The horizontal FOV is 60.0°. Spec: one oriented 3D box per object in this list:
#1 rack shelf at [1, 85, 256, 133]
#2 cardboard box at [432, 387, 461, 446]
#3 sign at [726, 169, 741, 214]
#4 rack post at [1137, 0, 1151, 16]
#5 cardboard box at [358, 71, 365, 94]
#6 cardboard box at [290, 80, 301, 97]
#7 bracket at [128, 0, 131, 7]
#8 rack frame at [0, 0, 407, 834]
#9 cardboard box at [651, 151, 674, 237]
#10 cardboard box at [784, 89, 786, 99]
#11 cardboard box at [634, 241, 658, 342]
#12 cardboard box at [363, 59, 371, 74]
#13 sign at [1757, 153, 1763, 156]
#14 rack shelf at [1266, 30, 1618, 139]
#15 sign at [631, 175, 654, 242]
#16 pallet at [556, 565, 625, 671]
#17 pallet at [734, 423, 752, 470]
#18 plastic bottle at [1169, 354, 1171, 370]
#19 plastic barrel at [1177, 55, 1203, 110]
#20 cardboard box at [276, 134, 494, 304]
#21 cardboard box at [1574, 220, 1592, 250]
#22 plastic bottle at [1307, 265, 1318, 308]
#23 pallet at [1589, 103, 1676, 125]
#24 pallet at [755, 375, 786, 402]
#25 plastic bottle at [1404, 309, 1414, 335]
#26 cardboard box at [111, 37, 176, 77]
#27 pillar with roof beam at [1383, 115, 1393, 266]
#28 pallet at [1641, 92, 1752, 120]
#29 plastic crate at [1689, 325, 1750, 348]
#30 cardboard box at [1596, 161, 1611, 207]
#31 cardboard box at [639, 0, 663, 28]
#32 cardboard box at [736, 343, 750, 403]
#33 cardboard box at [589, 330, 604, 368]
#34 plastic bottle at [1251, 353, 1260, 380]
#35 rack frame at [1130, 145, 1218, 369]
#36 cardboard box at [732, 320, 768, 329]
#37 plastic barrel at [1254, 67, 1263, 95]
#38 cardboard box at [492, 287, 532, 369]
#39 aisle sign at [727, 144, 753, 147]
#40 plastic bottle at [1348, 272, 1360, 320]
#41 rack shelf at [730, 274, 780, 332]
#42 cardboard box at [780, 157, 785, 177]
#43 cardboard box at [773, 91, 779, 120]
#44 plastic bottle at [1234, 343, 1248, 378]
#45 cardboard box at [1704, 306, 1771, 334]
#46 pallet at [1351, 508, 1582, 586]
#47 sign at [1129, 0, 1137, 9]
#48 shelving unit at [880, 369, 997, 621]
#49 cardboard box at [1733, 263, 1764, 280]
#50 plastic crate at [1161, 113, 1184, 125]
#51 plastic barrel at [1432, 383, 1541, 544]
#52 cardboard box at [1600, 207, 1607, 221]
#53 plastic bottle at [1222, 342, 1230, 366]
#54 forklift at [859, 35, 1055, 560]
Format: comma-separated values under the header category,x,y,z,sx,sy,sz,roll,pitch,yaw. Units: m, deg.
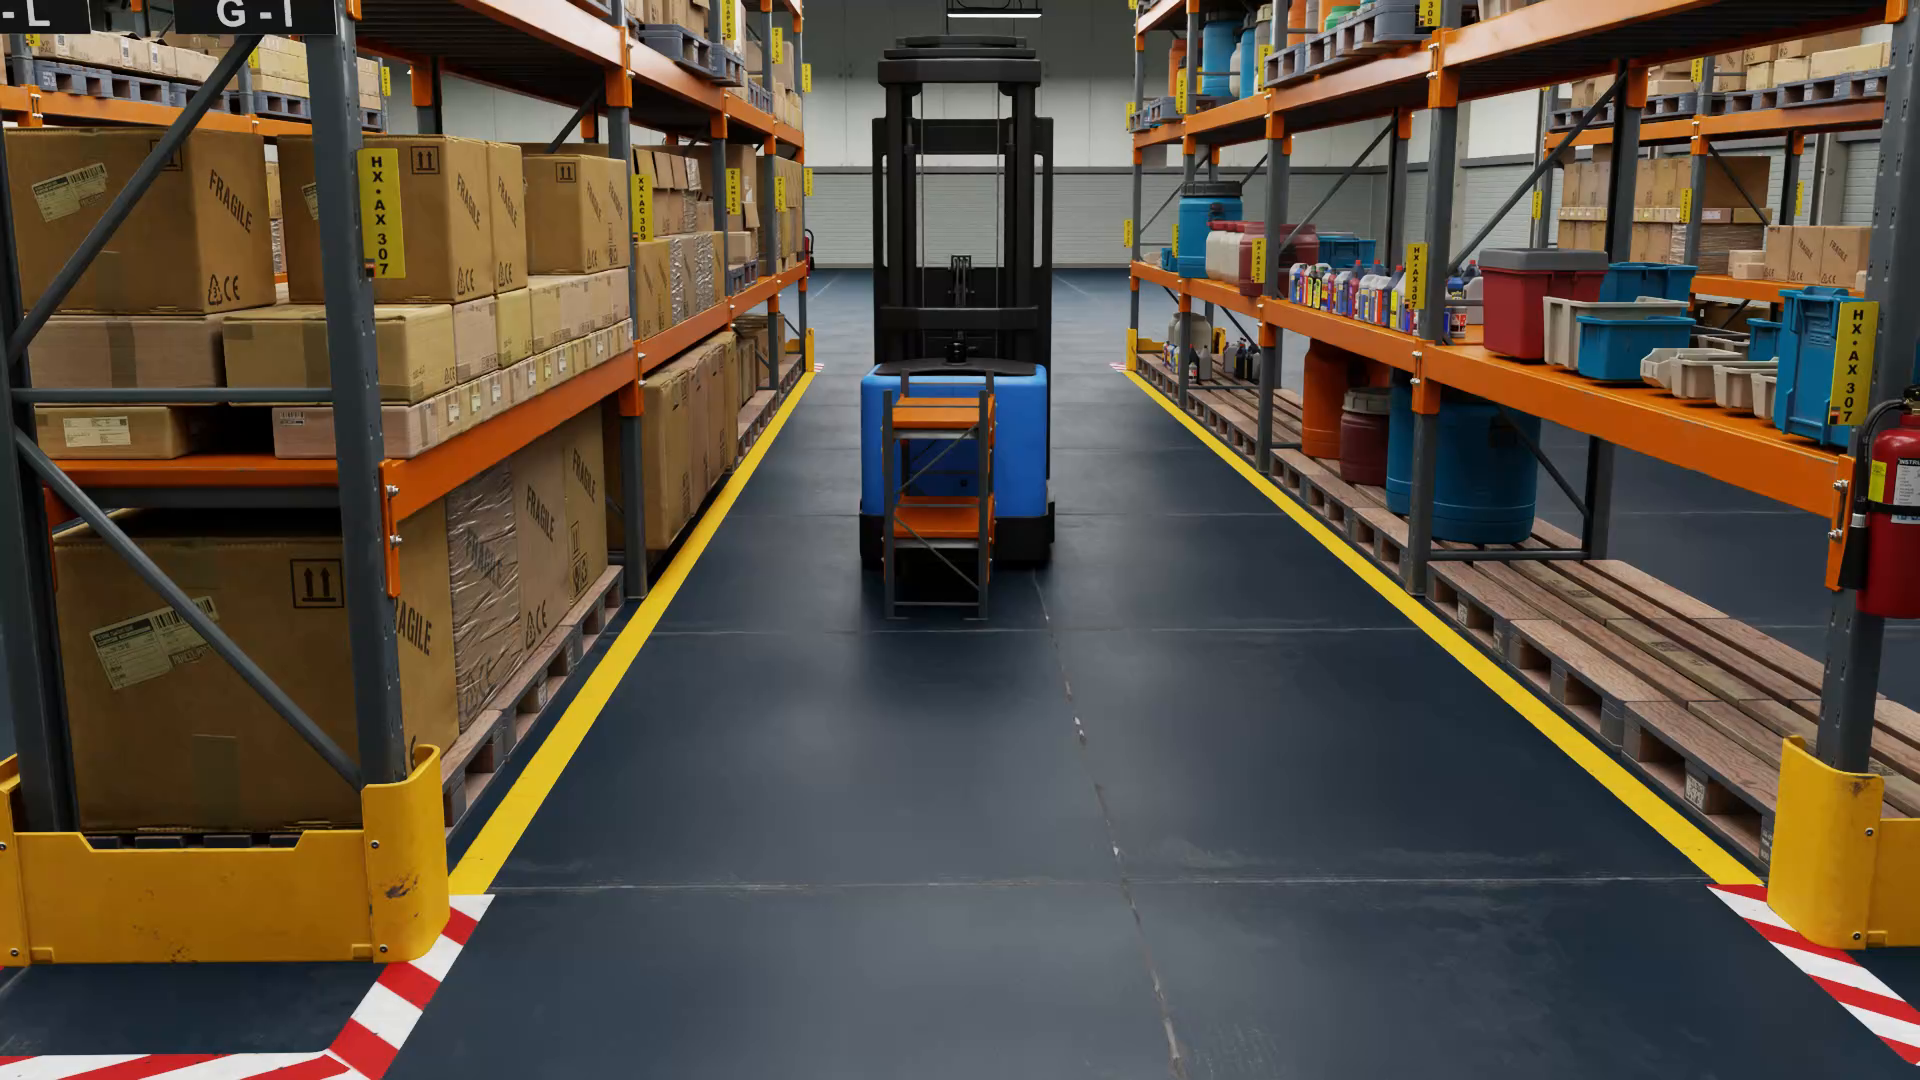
category,x,y,z,sx,sy,sz,roll,pitch,yaw
rack shelf,-7.204,-3.477,13.916,1.077,0.370,4.000,0,11,-1
cardboard box,-1.721,-0.371,4.977,0.380,0.149,0.250,0,11,-2
sign,-1.647,-2.532,12.084,0.100,0.325,0.005,0,11,-1
rack post,2.473,-6.117,18.833,0.937,0.300,0.954,1,12,5
cardboard box,-7.029,-5.153,18.693,0.500,0.250,0.500,0,11,-1
cardboard box,-6.929,-4.583,16.885,0.380,0.149,0.250,0,11,-2
bracket,-18.150,-11.714,36.114,0.235,0.232,0.430,0,11,-1
rack frame,-2.037,-0.371,4.346,1.000,3.000,0.127,0,11,-1
cardboard box,-2.172,-2.094,10.062,0.797,0.503,0.637,0,11,1
cardboard box,-2.071,-4.777,17.890,0.380,0.149,0.250,-1,11,-4
cardboard box,-1.879,-1.308,8.711,0.500,0.500,0.500,0,11,-1
cardboard box,-6.978,-5.429,19.050,0.380,0.149,0.250,0,11,-1
sign,13.331,-6.300,27.736,0.001,0.298,0.199,0,11,-1
rack shelf,2.791,-2.702,10.098,1.077,0.370,4.000,0,11,-1
sign,-1.564,-1.632,8.184,0.100,0.325,0.005,0,11,-1
pallet,-2.182,0.351,7.796,1.003,0.211,1.213,0,11,-1
pallet,-2.217,-0.750,13.227,1.003,0.211,1.213,0,11,-1
plastic bottle,2.322,-1.947,18.044,0.097,0.201,0.097,0,11,0
plastic barrel,2.735,-5.114,18.650,0.600,0.588,0.600,0,11,0
cardboard box,-1.787,-1.007,5.222,0.500,0.500,0.500,-1,11,-3
cardboard box,7.550,-3.444,19.238,0.700,0.500,0.500,0,11,0
plastic bottle,2.403,-1.719,11.280,0.061,0.283,0.133,0,11,-1
pallet,7.554,-4.635,18.039,1.003,0.211,1.213,0,11,-1
pallet,-2.334,-1.524,17.038,1.003,0.211,1.213,0,11,-1
plastic bottle,2.451,-1.253,8.982,0.061,0.283,0.133,0,11,-1
cardboard box,-6.989,-4.090,14.048,0.500,0.311,0.500,-1,11,-3
pillar with roof beam,8.445,-12.363,48.367,9.100,9.000,0.548,0,11,-1
pallet,7.576,-4.393,16.846,1.003,0.211,1.213,0,11,-1
plastic crate,3.124,-0.860,7.296,0.437,0.125,0.590,0,11,-1
cardboard box,7.563,-3.969,18.562,0.700,0.500,0.500,0,11,-1
cardboard box,-2.138,-3.282,9.833,0.797,0.503,0.637,0,11,-2
cardboard box,-2.302,-1.530,15.239,0.700,0.500,0.500,0,11,-2
cardboard box,-1.769,-0.831,7.242,0.380,0.149,0.250,0,11,0
plastic bottle,3.065,-1.787,17.068,0.152,0.276,0.135,0,11,1
rack frame,2.585,-3.572,20.123,1.000,3.000,0.127,0,11,-1
cardboard box,-2.330,-2.165,18.419,0.500,0.500,0.500,1,11,4
plastic barrel,2.490,-3.636,13.242,0.301,0.262,0.301,0,11,0
cardboard box,-1.801,-0.743,5.809,0.500,0.250,0.500,-1,11,-3
aisle sign,-2.668,-4.837,19.819,0.394,0.787,0.004,0,11,-1
plastic bottle,2.425,-1.498,10.194,0.061,0.283,0.133,0,11,-1
rack shelf,-2.243,-2.007,14.216,1.077,0.370,4.000,0,11,-1
cardboard box,-2.051,-3.632,16.901,0.500,0.500,0.500,0,11,-1
cardboard box,-2.038,-4.244,16.267,0.500,0.250,0.500,-1,11,-3
plastic bottle,2.921,-1.856,17.220,0.144,0.351,0.185,0,11,-1
cardboard box,7.923,-2.116,16.918,0.500,0.500,0.500,0,11,-1
pallet,2.858,0.026,9.400,1.003,0.211,1.213,0,11,-1
sign,2.035,-6.409,19.541,0.100,0.325,0.005,0,11,-1
shelving unit,-0.092,-0.263,8.527,0.538,1.125,1.048,1,11,3
cardboard box,7.434,-2.497,15.453,0.380,0.149,0.250,0,11,-1
plastic crate,2.230,-4.435,17.497,0.243,0.136,0.396,0,11,-1
plastic barrel,2.839,-0.473,9.066,0.600,0.901,0.708,0,11,-1
cardboard box,7.359,-3.624,18.495,0.380,0.149,0.250,0,11,-2
plastic bottle,2.932,-2.043,18.309,0.061,0.283,0.133,0,11,-1
forklift,0.028,-1.560,10.378,1.130,2.935,3.031,1,11,3
